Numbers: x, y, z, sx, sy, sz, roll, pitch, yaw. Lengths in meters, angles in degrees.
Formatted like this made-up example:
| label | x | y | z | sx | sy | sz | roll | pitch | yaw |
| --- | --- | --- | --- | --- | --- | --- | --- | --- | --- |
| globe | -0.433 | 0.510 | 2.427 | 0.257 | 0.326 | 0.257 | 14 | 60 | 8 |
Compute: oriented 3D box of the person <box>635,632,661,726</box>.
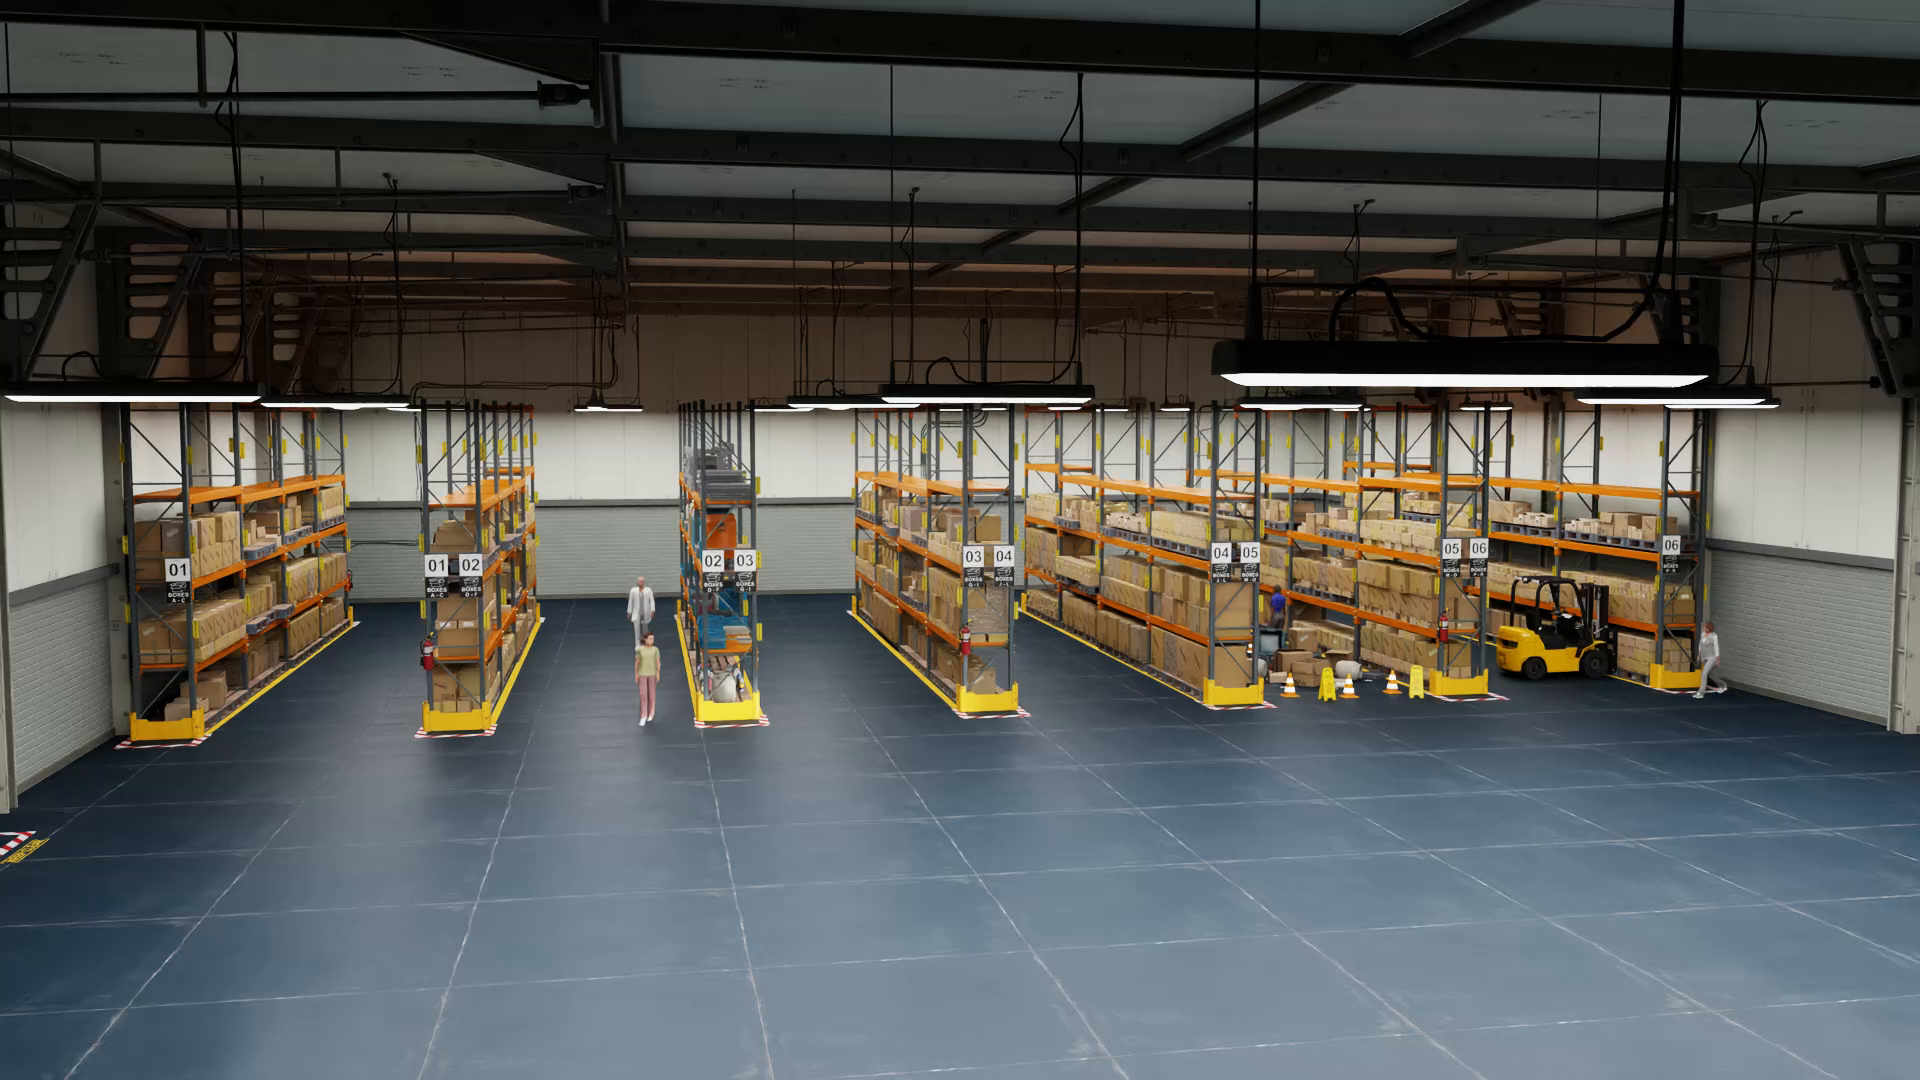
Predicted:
| label | x | y | z | sx | sy | sz | roll | pitch | yaw |
| --- | --- | --- | --- | --- | --- | --- | --- | --- | --- |
| person | -5.793 | 2.555 | 30.930 | 0.469 | 1.669 | 0.625 | -1 | 4 | -16 |

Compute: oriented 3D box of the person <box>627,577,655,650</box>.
| label | x | y | z | sx | sy | sz | roll | pitch | yaw |
| --- | --- | --- | --- | --- | --- | --- | --- | --- | --- |
| person | -7.790 | 1.865 | 40.622 | 0.684 | 1.525 | 1.102 | -1 | 4 | -10 |

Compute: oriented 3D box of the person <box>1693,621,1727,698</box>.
| label | x | y | z | sx | sy | sz | roll | pitch | yaw |
| --- | --- | --- | --- | --- | --- | --- | --- | --- | --- |
| person | 15.155 | 2.414 | 33.589 | 0.917 | 1.522 | 0.432 | -1 | 5 | -18 |

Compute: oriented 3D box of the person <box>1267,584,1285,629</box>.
| label | x | y | z | sx | sy | sz | roll | pitch | yaw |
| --- | --- | --- | --- | --- | --- | --- | --- | --- | --- |
| person | 7.592 | 1.905 | 39.858 | 0.500 | 1.690 | 0.377 | -3 | 5 | -35 |
